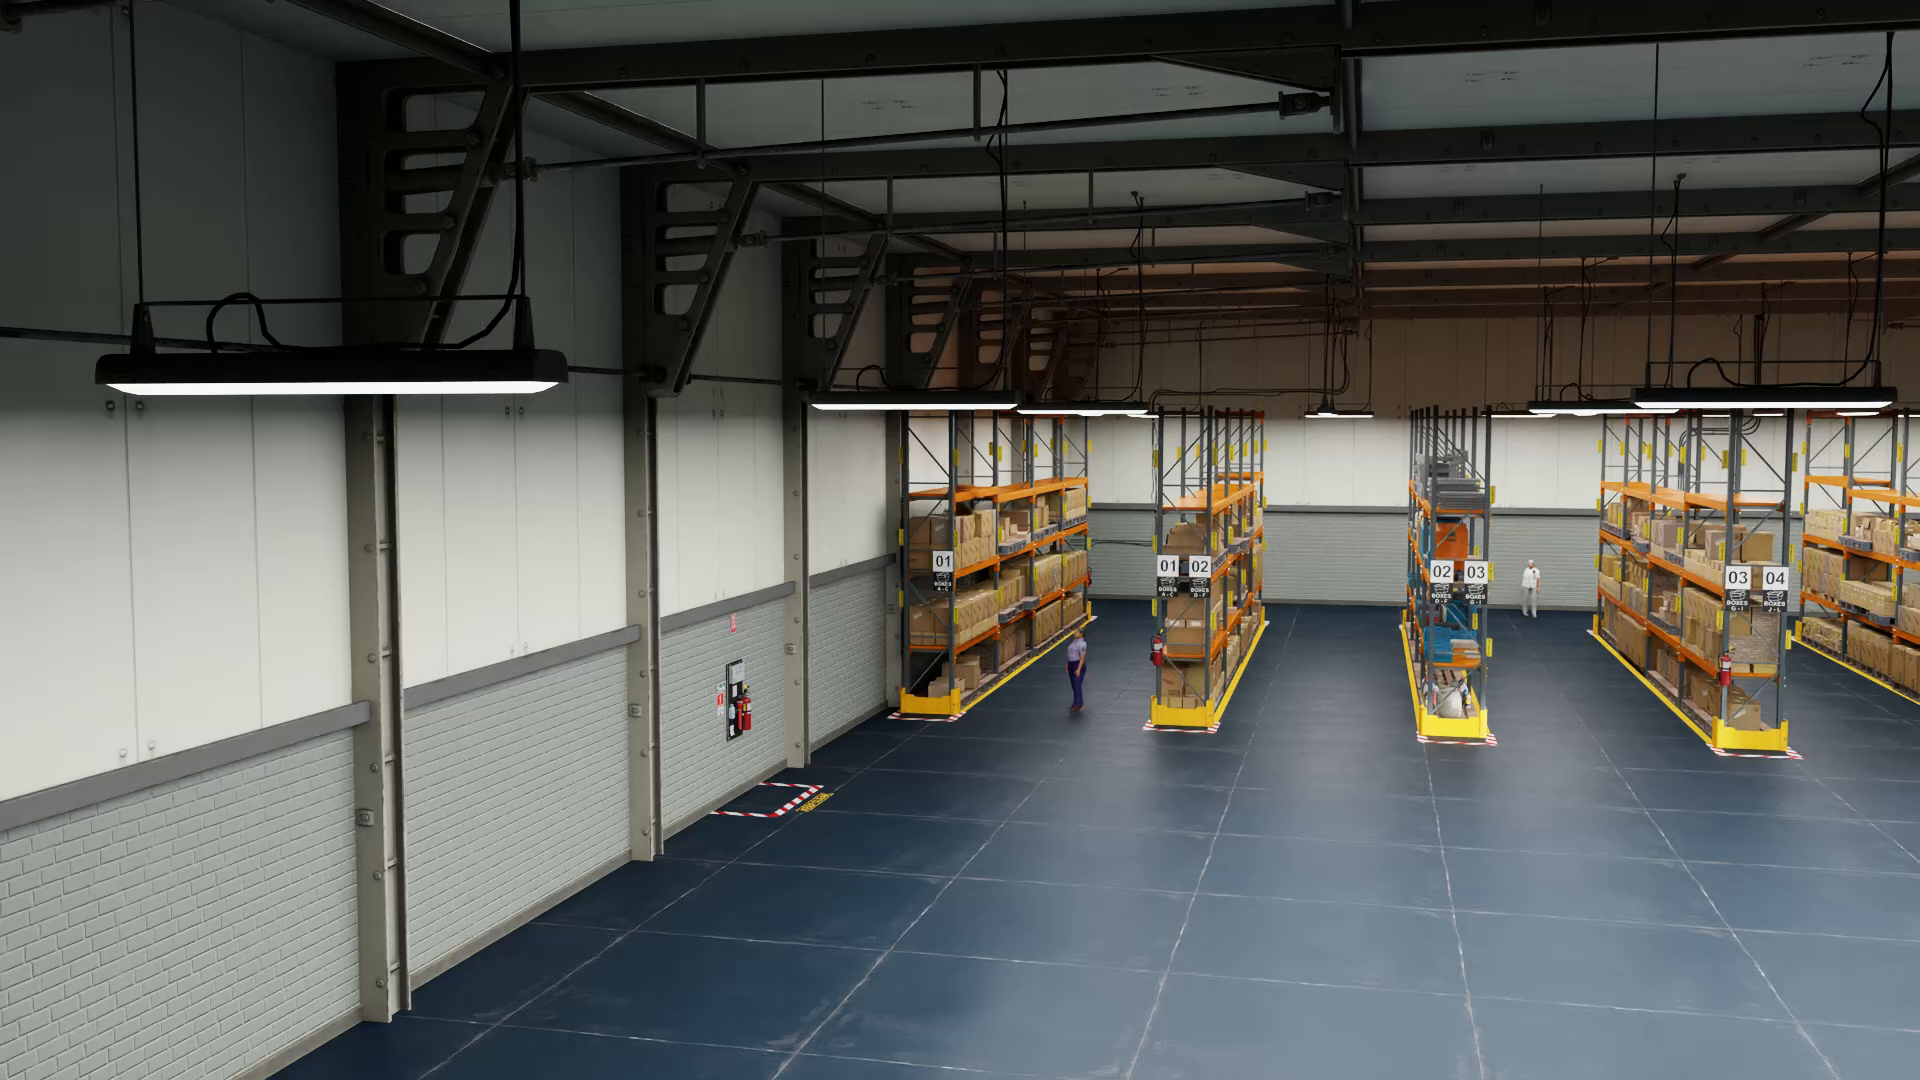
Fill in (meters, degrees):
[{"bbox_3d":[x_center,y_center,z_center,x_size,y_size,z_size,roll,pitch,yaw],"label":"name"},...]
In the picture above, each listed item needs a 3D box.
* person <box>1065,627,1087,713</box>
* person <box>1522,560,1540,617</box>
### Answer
[{"bbox_3d":[2.266,2.557,32.883,0.513,1.660,0.491,-2,5,-29],"label":"person"},{"bbox_3d":[16.741,1.412,48.771,0.502,1.678,0.504,1,4,13],"label":"person"}]
